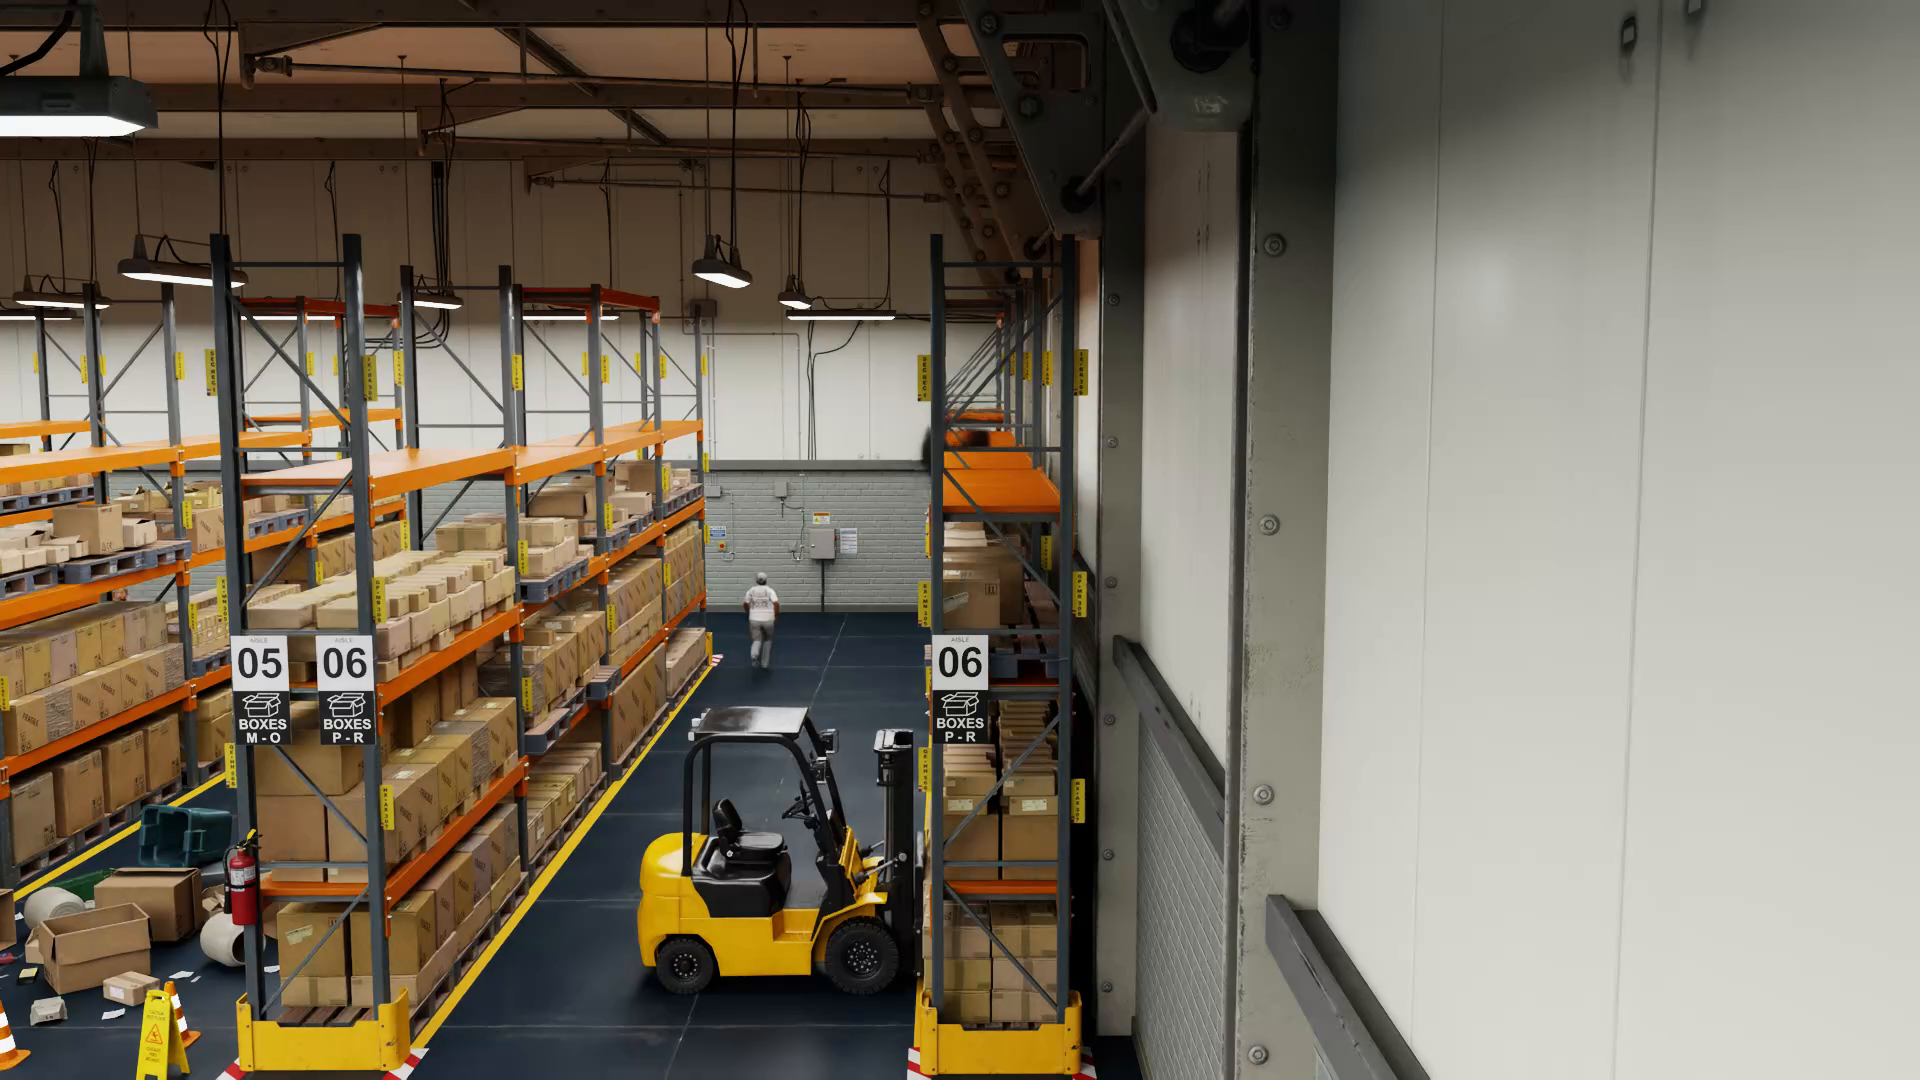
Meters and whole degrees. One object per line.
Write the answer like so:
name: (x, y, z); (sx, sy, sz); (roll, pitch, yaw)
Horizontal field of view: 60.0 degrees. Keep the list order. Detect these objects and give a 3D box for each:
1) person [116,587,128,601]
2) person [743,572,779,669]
person: (-12.927, 1.549, 25.765); (0.649, 1.642, 0.717); (-1, 6, -9)
person: (-3.254, 1.368, 27.225); (0.615, 1.677, 0.772); (0, 6, 1)
